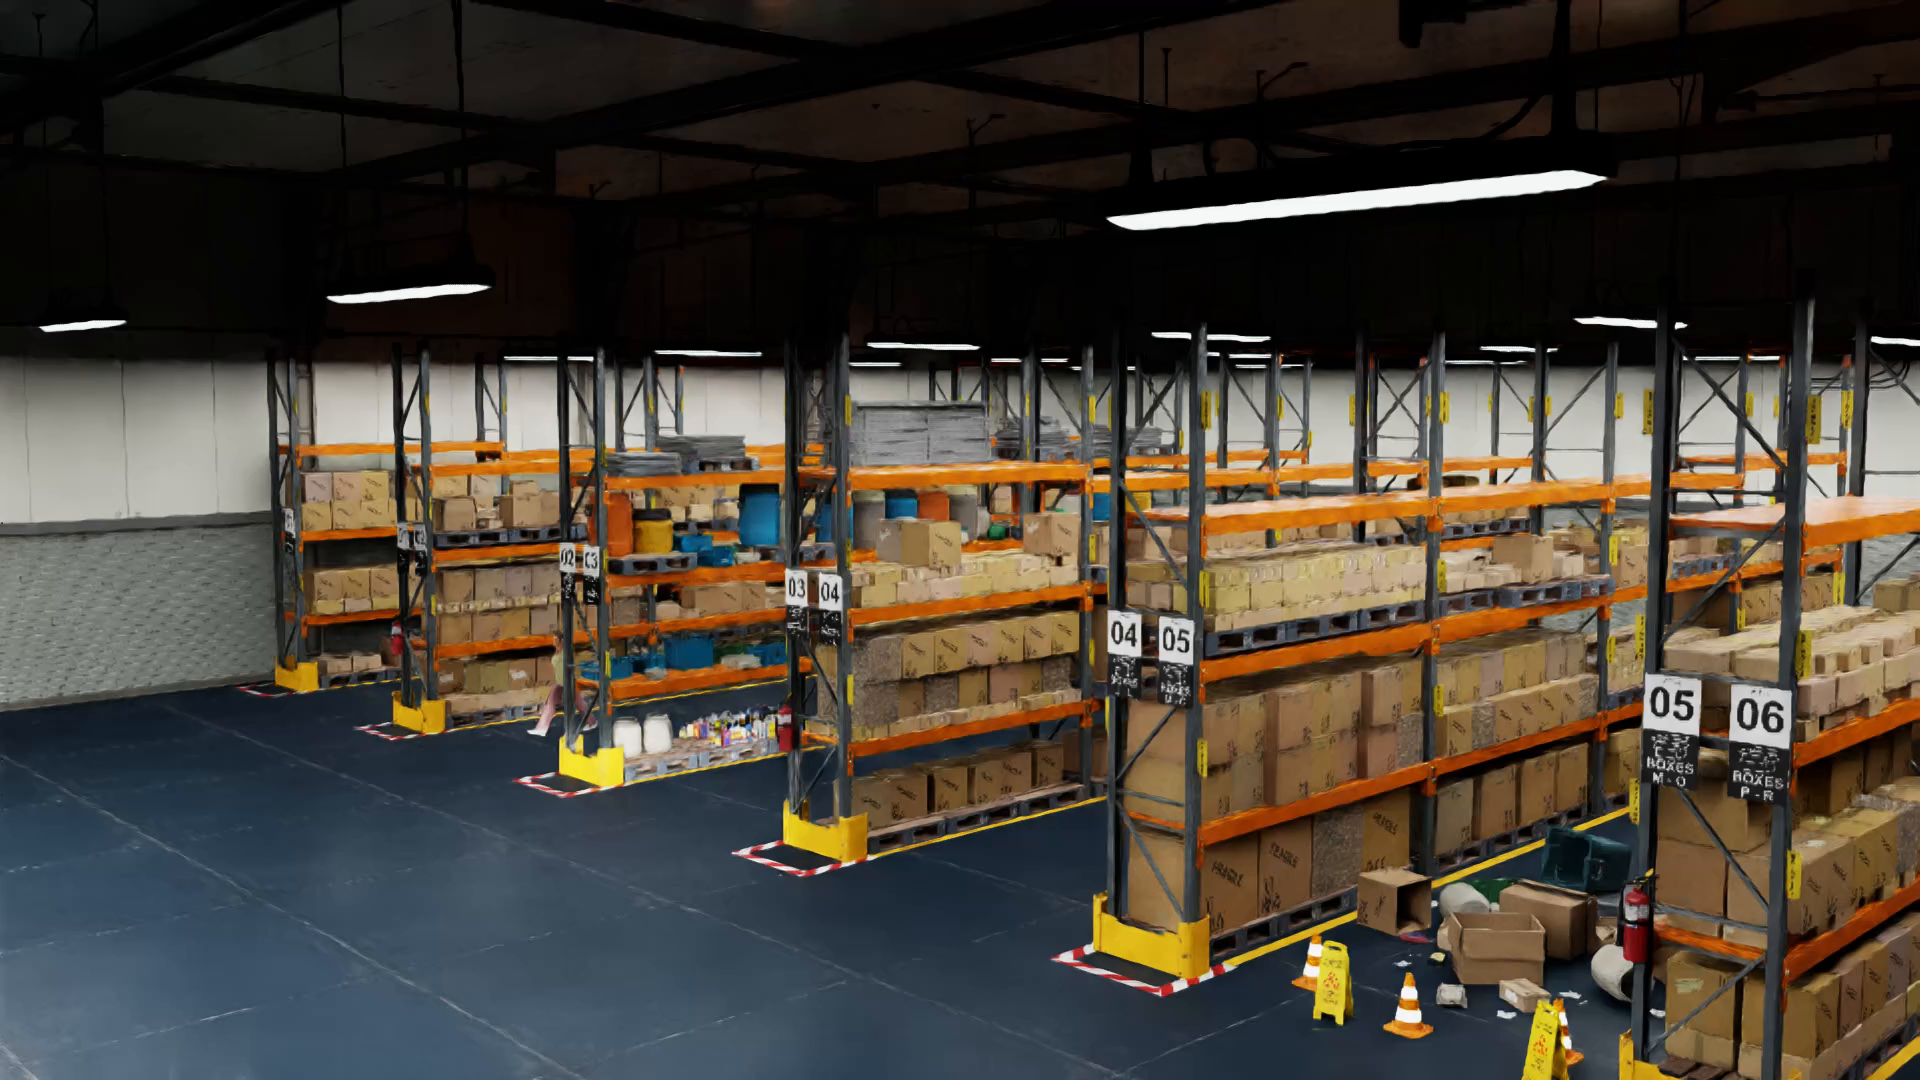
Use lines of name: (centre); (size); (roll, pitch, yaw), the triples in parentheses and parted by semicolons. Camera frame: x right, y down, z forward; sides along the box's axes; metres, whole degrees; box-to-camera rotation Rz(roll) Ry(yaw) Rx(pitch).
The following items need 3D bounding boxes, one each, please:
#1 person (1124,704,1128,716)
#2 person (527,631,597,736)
person: (2.424, 2.159, 24.810); (0.677, 1.742, 0.552); (5, 7, 45)
person: (-6.035, 2.166, 25.298); (0.445, 1.591, 1.098); (5, 7, 44)
